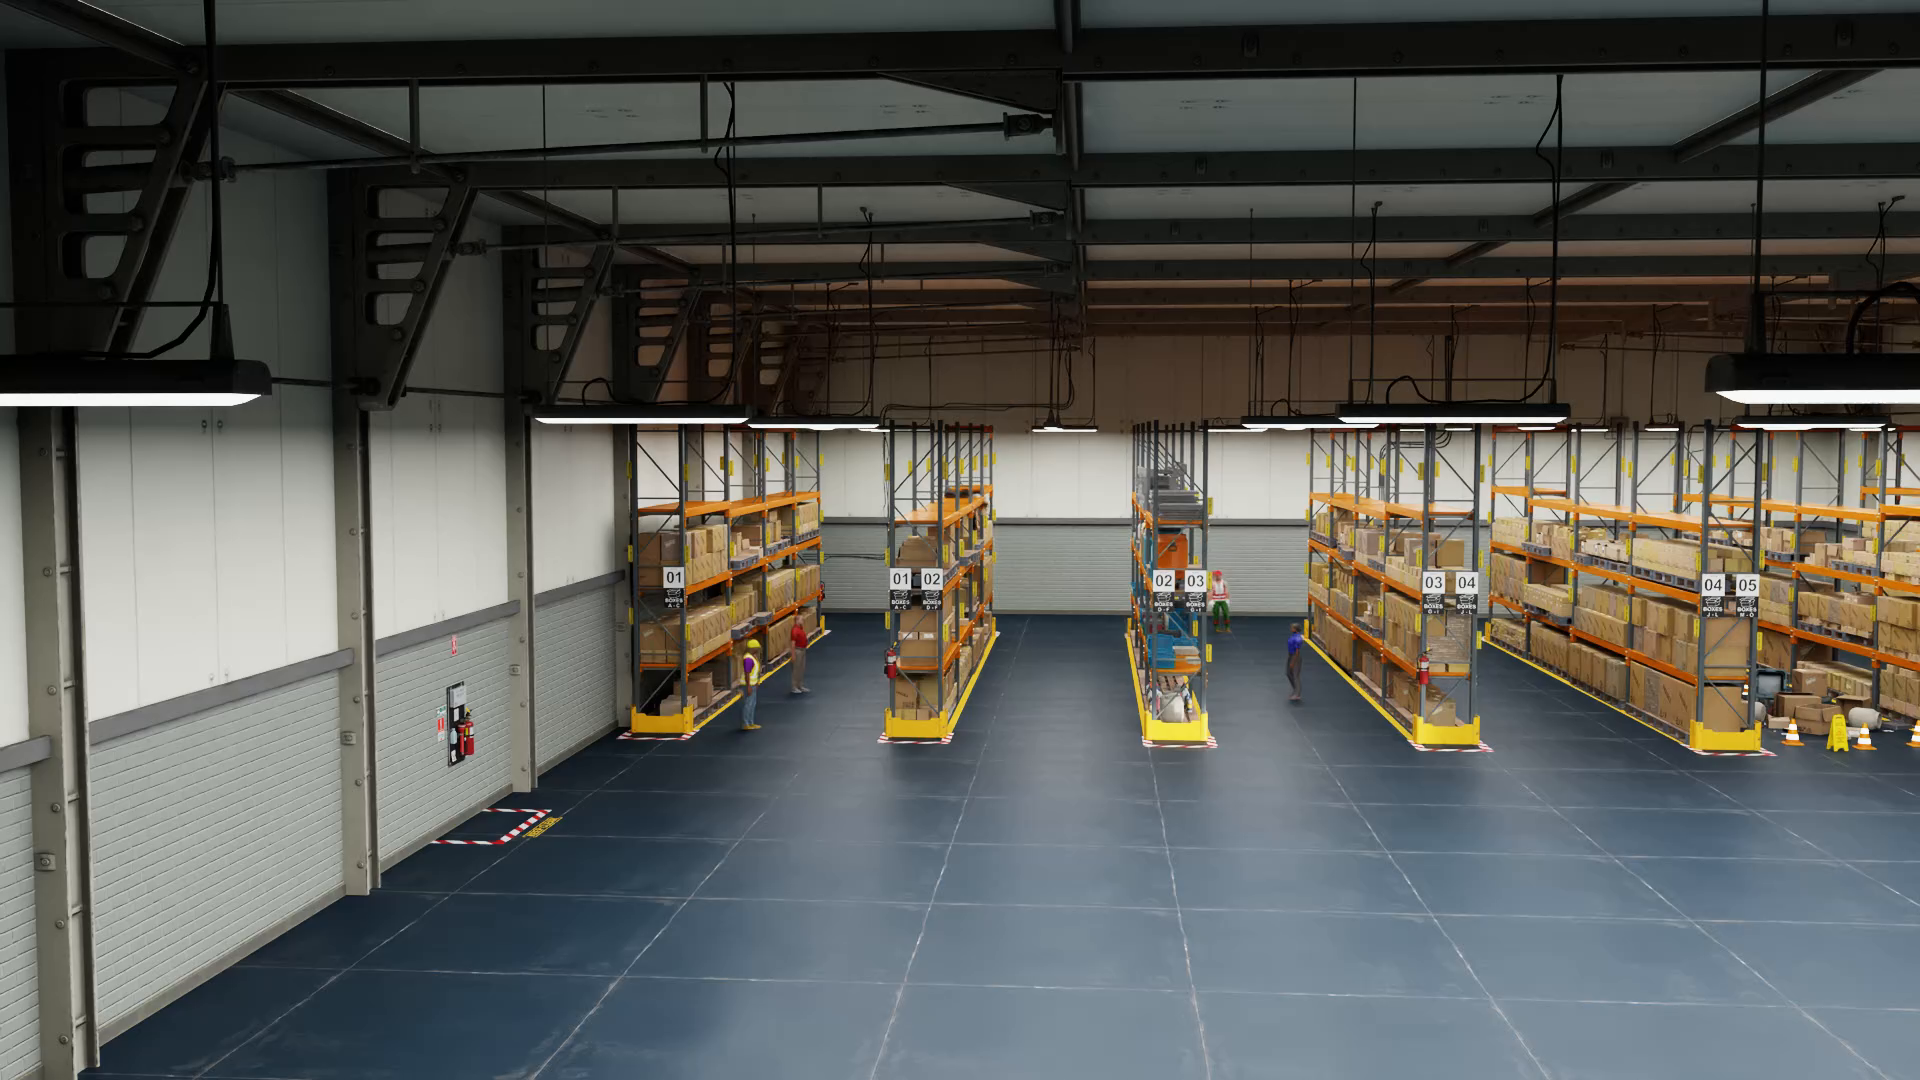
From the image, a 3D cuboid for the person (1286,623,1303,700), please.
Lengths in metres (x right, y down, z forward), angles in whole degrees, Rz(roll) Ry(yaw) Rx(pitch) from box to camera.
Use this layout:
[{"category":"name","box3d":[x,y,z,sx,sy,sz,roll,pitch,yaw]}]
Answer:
[{"category":"person","box3d":[7.259,2.629,36.076,0.381,1.703,0.561,-1,4,-8]}]

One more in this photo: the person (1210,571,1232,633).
[{"category":"person","box3d":[7.549,1.788,48.113,0.624,1.802,0.439,0,4,1]}]

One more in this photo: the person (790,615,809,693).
[{"category":"person","box3d":[-3.579,2.525,36.929,0.365,1.735,0.645,1,4,12]}]

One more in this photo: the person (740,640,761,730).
[{"category":"person","box3d":[-4.049,2.802,32.225,0.433,1.762,0.603,0,4,3]}]
